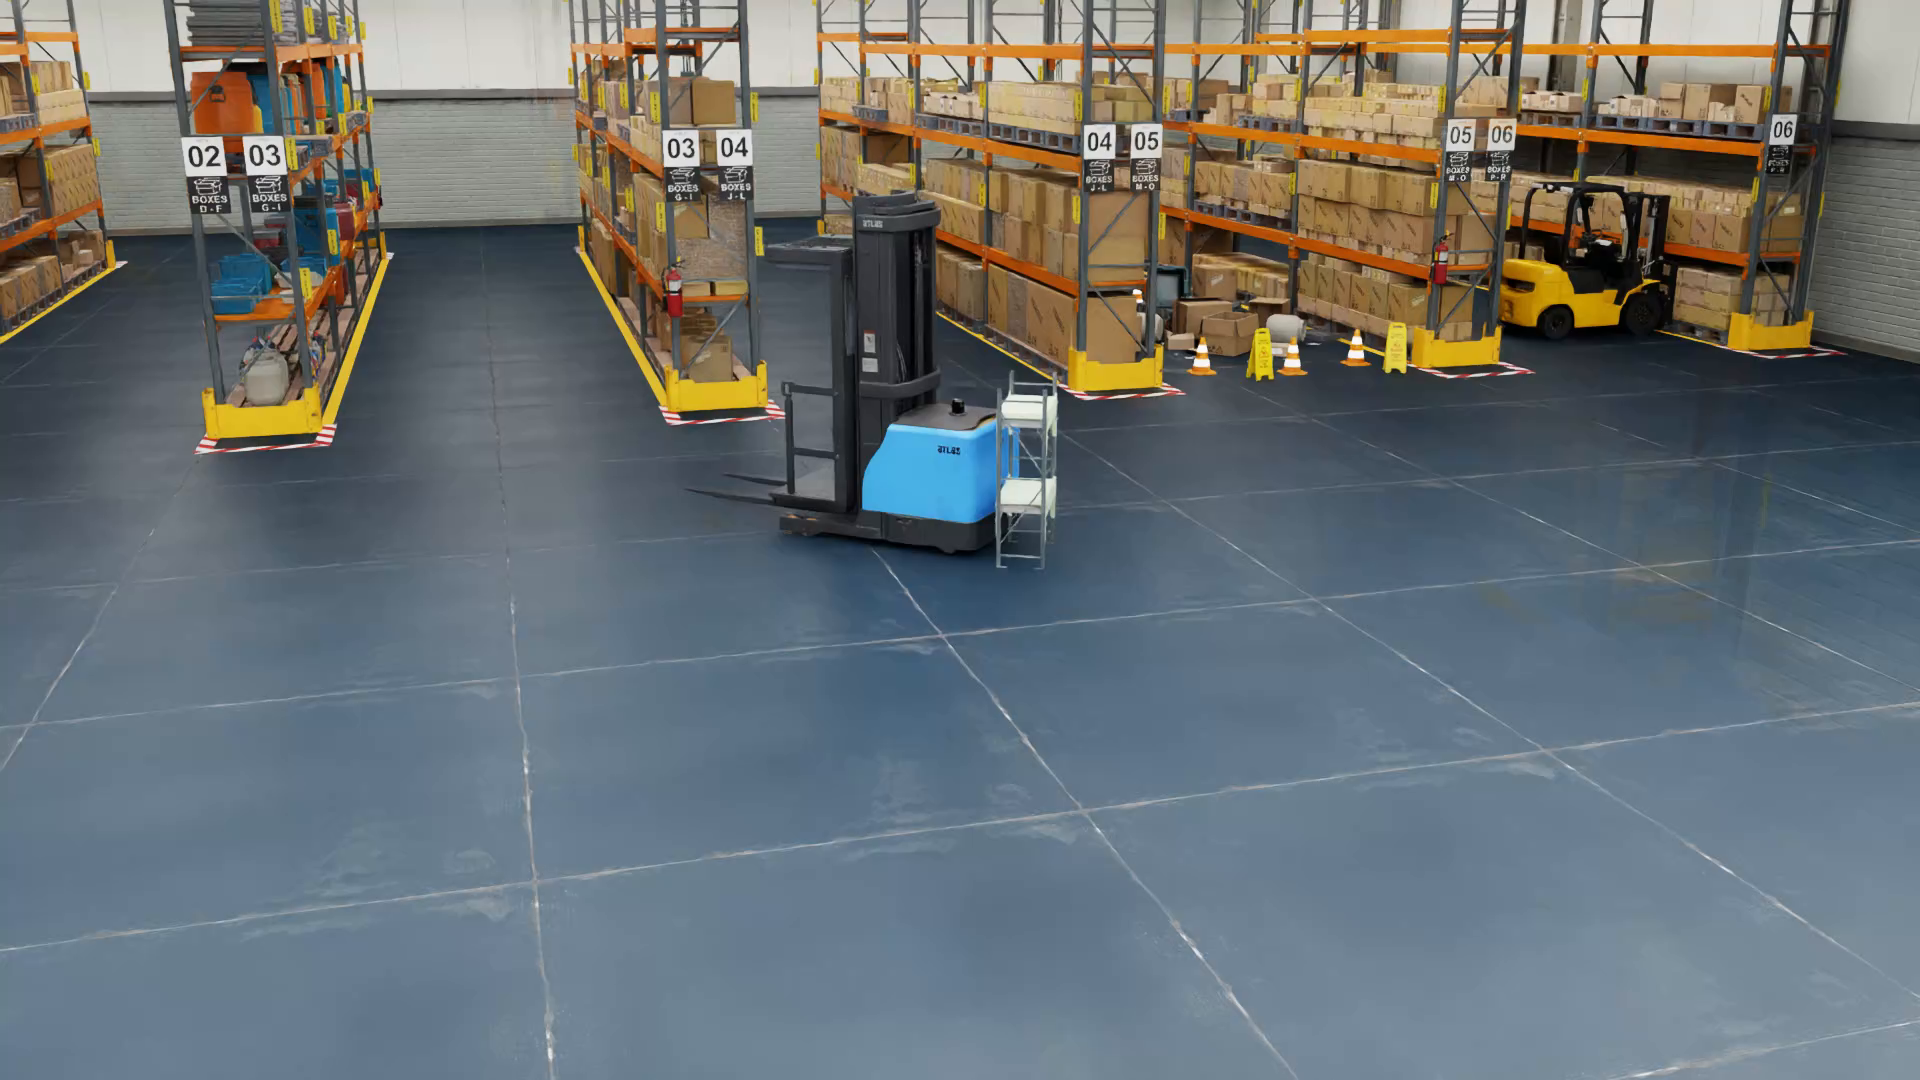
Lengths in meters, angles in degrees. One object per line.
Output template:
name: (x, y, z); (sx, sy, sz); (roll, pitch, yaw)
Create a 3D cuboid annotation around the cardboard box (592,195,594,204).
cardboard box: (-6.554, -6.259, 30.511); (0.380, 0.149, 0.250); (-5, 17, -15)

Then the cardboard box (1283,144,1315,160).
cardboard box: (7.323, -8.472, 35.883); (0.500, 0.500, 0.500); (-4, 17, -14)

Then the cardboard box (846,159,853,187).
cardboard box: (-1.905, -7.130, 32.285); (0.500, 0.500, 0.500); (-5, 17, -17)

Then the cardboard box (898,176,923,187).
cardboard box: (-0.835, -6.044, 28.030); (0.380, 0.149, 0.250); (-5, 18, -17)

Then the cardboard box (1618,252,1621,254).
cardboard box: (10.305, -4.347, 26.021); (0.500, 0.250, 0.500); (-5, 17, -15)

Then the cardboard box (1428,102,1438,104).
cardboard box: (6.518, -5.876, 22.637); (0.380, 0.149, 0.250); (-5, 17, -16)

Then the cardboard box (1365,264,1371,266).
cardboard box: (6.133, -3.852, 24.807); (0.500, 0.500, 0.500); (-4, 17, -14)

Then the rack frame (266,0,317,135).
rack frame: (-8.719, -6.589, 20.747); (1.000, 3.000, 0.127); (-5, 17, -15)

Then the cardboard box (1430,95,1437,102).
cardboard box: (8.862, -8.099, 30.555); (0.380, 0.149, 0.250); (-5, 17, -17)

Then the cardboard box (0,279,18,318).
cardboard box: (-14.433, -3.594, 24.784); (0.500, 0.500, 0.500); (-4, 17, -13)

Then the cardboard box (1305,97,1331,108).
cardboard box: (5.344, -6.477, 24.636); (0.380, 0.149, 0.250); (-5, 17, -16)

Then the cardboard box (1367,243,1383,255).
cardboard box: (5.943, -4.099, 23.322); (0.380, 0.149, 0.250); (-5, 17, -16)

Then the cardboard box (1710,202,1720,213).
cardboard box: (10.966, -4.756, 23.769); (0.380, 0.149, 0.250); (-4, 17, -14)

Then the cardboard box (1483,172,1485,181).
cardboard box: (9.400, -6.357, 29.100); (0.380, 0.149, 0.250); (-5, 17, -15)

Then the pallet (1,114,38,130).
pallet: (-15.570, -6.699, 26.653); (1.213, 0.211, 1.003); (-5, 17, -15)

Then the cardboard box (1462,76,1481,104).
cardboard box: (9.208, -7.905, 29.263); (0.500, 0.500, 0.500); (-5, 17, -15)

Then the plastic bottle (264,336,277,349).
plastic bottle: (-8.758, -2.414, 21.113); (0.144, 0.351, 0.185); (-5, 17, -15)

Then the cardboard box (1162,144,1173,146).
cardboard box: (3.667, -7.067, 30.851); (0.500, 0.500, 0.500); (-5, 17, -16)

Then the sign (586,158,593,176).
sign: (-6.689, -6.729, 29.997); (0.100, 0.325, 0.005); (-5, 17, -15)

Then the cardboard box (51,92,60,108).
cardboard box: (-15.842, -7.574, 28.631); (0.500, 0.250, 0.500); (-5, 17, -15)

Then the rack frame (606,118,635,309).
rack frame: (-5.056, -5.214, 26.597); (1.000, 3.000, 0.127); (-5, 17, -15)

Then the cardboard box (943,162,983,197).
cardboard box: (0.138, -5.699, 26.298); (0.700, 0.500, 0.500); (-5, 17, -16)

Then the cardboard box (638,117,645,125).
cardboard box: (-3.971, -5.404, 21.582); (0.380, 0.149, 0.250); (-5, 17, -15)

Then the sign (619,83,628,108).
sign: (-4.490, -5.936, 22.202); (0.100, 0.325, 0.005); (-5, 17, -15)

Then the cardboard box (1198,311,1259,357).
cardboard box: (3.754, -2.875, 23.149); (0.637, 0.503, 0.797); (11, 20, 32)

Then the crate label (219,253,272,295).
crate label: (-8.386, -3.115, 19.545); (0.502, 0.435, 0.616); (-5, 17, -15)

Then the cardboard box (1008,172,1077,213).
cardboard box: (1.171, -4.813, 23.124); (0.875, 0.550, 0.550); (-5, 17, -15)

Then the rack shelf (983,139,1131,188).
rack shelf: (1.389, -5.011, 21.956); (1.077, 0.370, 4.000); (-5, 17, -15)

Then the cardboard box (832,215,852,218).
cardboard box: (-2.449, -6.674, 34.646); (0.380, 0.149, 0.250); (-4, 17, -14)

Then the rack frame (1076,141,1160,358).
rack frame: (1.939, -3.366, 20.443); (1.000, 3.000, 0.127); (-5, 17, -15)

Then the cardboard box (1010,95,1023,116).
cardboard box: (0.984, -5.792, 22.146); (0.500, 0.250, 0.500); (-5, 17, -16)

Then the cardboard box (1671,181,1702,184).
cardboard box: (11.042, -5.365, 25.279); (0.380, 0.149, 0.250); (-5, 17, -16)

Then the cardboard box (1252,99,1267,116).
cardboard box: (4.998, -6.889, 26.488); (0.500, 0.250, 0.500); (-4, 17, -15)

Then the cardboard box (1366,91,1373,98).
cardboard box: (8.127, -8.667, 32.408); (0.380, 0.149, 0.250); (-5, 17, -16)

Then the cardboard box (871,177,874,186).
cardboard box: (-1.400, -6.474, 29.979); (0.380, 0.149, 0.250); (-4, 17, -13)

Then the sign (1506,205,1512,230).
sign: (7.192, -4.242, 21.857); (0.100, 0.325, 0.005); (-5, 17, -15)

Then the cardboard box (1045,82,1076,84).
cardboard box: (1.385, -6.204, 22.824); (0.380, 0.149, 0.250); (-5, 17, -15)

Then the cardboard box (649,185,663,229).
cardboard box: (-3.524, -4.080, 20.391); (0.500, 0.500, 0.500); (-5, 17, -15)

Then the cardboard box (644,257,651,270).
cardboard box: (-3.929, -3.626, 21.747); (0.380, 0.149, 0.250); (-5, 17, -15)

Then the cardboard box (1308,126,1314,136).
cardboard box: (5.420, -6.101, 24.771); (0.380, 0.149, 0.250); (-5, 17, -16)

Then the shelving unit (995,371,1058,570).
shelving unit: (0.556, -0.589, 13.805); (0.431, 1.500, 0.755); (3, 17, 9)

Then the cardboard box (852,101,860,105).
cardboard box: (-1.753, -8.164, 31.464); (0.500, 0.250, 0.500); (-4, 17, -14)

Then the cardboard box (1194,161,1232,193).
cardboard box: (4.373, -6.247, 28.612); (0.500, 0.500, 0.500); (-5, 17, -17)

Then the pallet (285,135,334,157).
pallet: (-8.427, -4.871, 20.567); (1.213, 0.211, 1.003); (-5, 17, -15)

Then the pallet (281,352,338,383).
pallet: (-8.575, -2.192, 21.382); (1.003, 0.211, 1.213); (-5, 17, -15)

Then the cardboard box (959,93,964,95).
cardboard box: (-0.161, -7.242, 27.959); (0.500, 0.500, 0.500); (-5, 17, -15)

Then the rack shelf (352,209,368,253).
rack shelf: (-10.368, -5.031, 27.238); (1.077, 0.370, 4.000); (-5, 17, -15)

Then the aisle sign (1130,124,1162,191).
aisle sign: (2.247, -4.615, 20.082); (0.394, 0.787, 0.004); (-5, 17, -15)

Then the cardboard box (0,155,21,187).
cardboard box: (-16.069, -6.185, 27.916); (0.500, 0.500, 0.500); (-5, 17, -15)

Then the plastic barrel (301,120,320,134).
plastic barrel: (-9.245, -5.860, 23.772); (0.301, 0.262, 0.301); (0, 17, 0)

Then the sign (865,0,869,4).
sign: (-1.919, -11.226, 34.283); (0.100, 0.325, 0.005); (-5, 17, -15)

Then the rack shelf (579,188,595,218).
rack shelf: (-6.705, -6.529, 32.226); (1.077, 0.370, 4.000); (-5, 17, -15)

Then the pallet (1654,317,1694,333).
pallet: (10.860, -3.388, 25.364); (1.003, 0.211, 1.213); (-5, 17, -15)

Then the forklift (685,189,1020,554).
forklift: (-1.022, -1.559, 14.548); (3.031, 2.935, 1.130); (8, 18, 25)

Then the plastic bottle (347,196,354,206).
plastic bottle: (-10.300, -5.626, 28.053); (0.144, 0.351, 0.185); (-5, 17, -15)

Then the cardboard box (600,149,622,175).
cardboard box: (-5.972, -6.673, 29.536); (0.797, 0.503, 0.637); (-5, 17, -17)

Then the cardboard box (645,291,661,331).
cardboard box: (-4.105, -3.293, 23.781); (0.700, 0.500, 0.500); (-6, 18, -20)
